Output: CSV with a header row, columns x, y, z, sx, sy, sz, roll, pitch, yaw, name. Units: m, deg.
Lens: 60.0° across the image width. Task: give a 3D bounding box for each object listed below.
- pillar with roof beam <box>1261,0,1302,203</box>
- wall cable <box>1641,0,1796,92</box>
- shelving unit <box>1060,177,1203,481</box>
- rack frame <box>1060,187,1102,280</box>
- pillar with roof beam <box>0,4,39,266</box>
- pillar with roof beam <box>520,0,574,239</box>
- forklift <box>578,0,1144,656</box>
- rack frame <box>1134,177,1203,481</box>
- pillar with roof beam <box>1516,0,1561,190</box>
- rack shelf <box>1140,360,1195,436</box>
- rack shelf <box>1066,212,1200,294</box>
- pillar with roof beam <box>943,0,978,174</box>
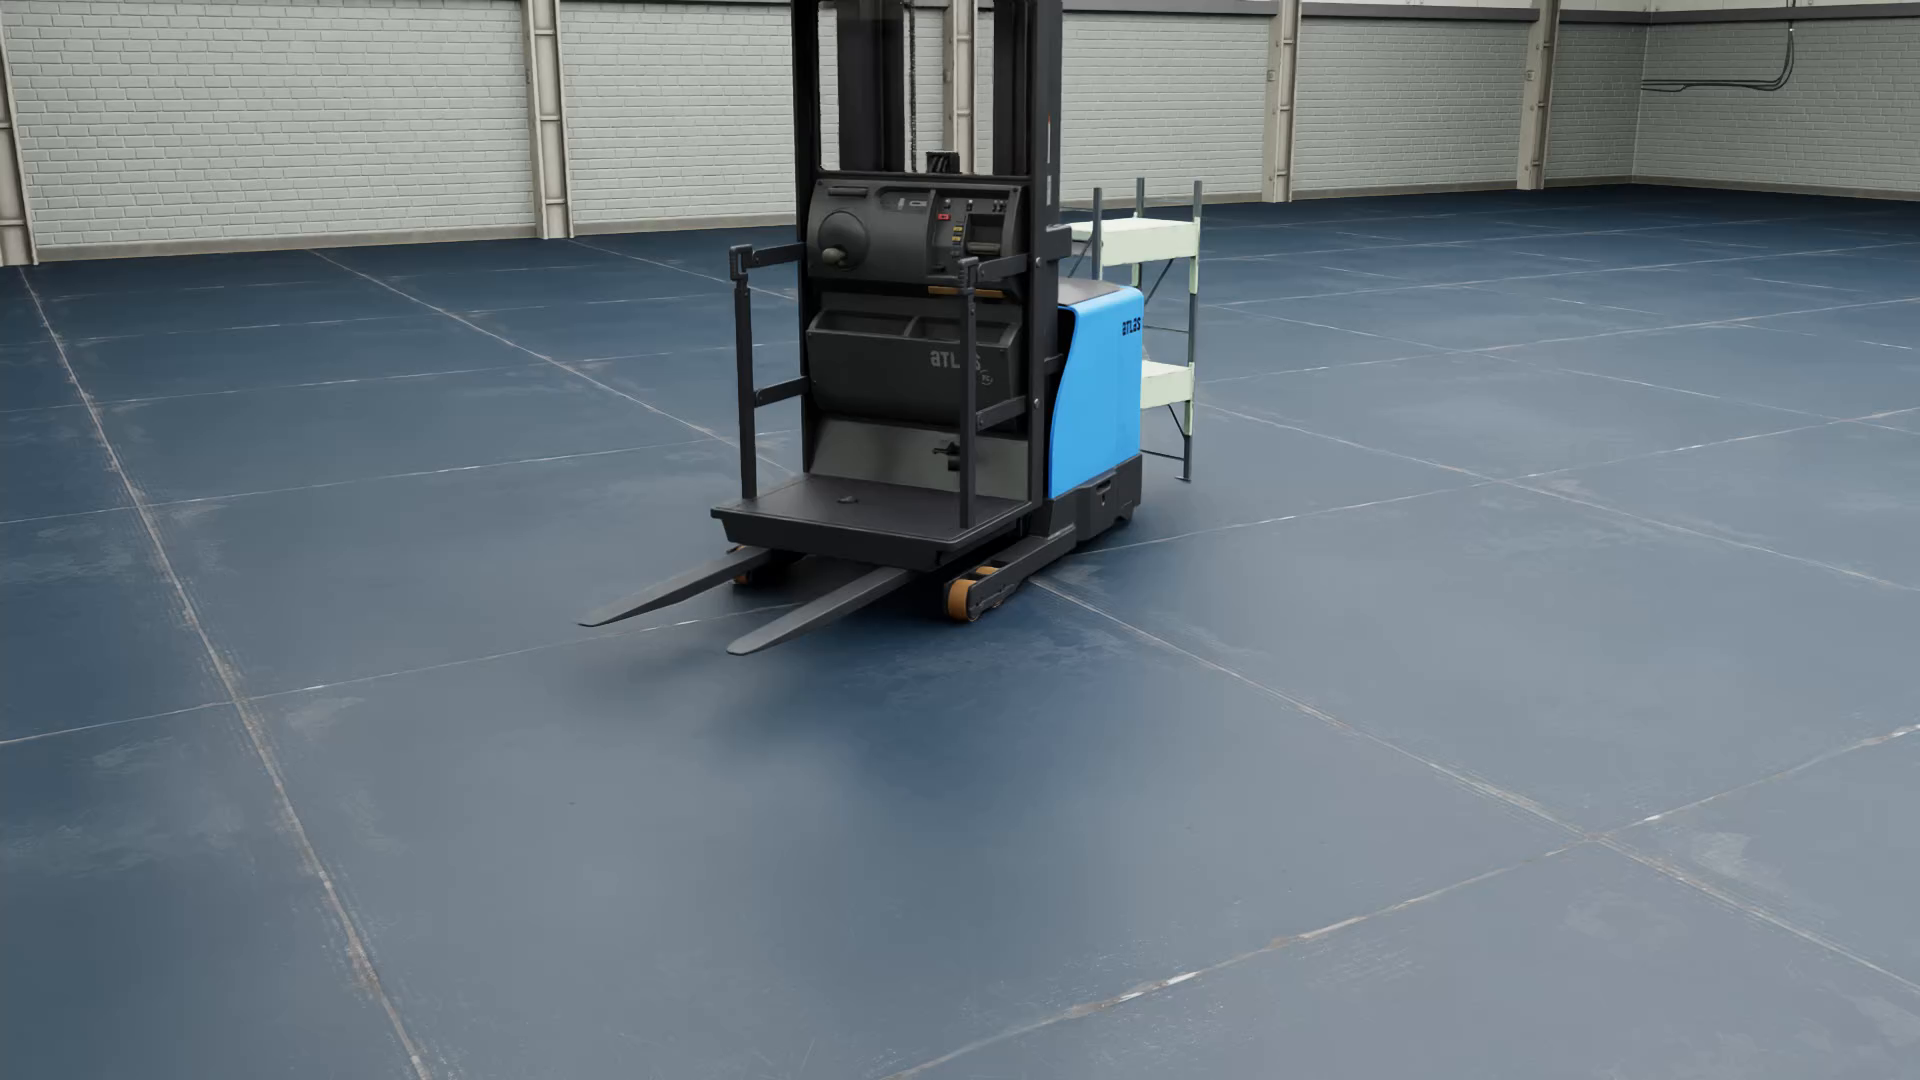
x,y,z,sx,sy,sz,roll,pitch,yaw,name
7.362,-8.849,22.305,0.400,9.000,9.100,-9,18,-30,pillar with roof beam
13.494,-9.287,29.622,0.112,2.526,3.097,-9,18,-30,wall cable
0.770,-0.996,8.183,0.755,1.500,0.431,-14,21,-42,shelving unit
0.505,-0.927,7.940,0.023,1.500,0.400,-14,21,-42,rack frame
-8.067,-6.347,13.379,0.400,9.000,9.100,-9,18,-30,pillar with roof beam
-2.924,-7.181,16.354,0.400,9.000,9.100,-9,18,-30,pillar with roof beam
-0.287,-1.236,6.391,1.130,2.935,3.031,8,18,27,forklift
1.035,-1.064,8.426,0.023,1.500,0.400,-14,21,-42,rack frame
12.505,-9.683,25.280,0.400,9.000,9.100,-9,18,-30,pillar with roof beam
0.770,-0.682,8.271,0.720,0.370,0.431,-14,21,-42,rack shelf
0.770,-1.371,8.078,0.720,0.370,0.431,-14,21,-42,rack shelf
2.219,-8.015,19.329,0.400,9.000,9.100,-9,18,-30,pillar with roof beam
